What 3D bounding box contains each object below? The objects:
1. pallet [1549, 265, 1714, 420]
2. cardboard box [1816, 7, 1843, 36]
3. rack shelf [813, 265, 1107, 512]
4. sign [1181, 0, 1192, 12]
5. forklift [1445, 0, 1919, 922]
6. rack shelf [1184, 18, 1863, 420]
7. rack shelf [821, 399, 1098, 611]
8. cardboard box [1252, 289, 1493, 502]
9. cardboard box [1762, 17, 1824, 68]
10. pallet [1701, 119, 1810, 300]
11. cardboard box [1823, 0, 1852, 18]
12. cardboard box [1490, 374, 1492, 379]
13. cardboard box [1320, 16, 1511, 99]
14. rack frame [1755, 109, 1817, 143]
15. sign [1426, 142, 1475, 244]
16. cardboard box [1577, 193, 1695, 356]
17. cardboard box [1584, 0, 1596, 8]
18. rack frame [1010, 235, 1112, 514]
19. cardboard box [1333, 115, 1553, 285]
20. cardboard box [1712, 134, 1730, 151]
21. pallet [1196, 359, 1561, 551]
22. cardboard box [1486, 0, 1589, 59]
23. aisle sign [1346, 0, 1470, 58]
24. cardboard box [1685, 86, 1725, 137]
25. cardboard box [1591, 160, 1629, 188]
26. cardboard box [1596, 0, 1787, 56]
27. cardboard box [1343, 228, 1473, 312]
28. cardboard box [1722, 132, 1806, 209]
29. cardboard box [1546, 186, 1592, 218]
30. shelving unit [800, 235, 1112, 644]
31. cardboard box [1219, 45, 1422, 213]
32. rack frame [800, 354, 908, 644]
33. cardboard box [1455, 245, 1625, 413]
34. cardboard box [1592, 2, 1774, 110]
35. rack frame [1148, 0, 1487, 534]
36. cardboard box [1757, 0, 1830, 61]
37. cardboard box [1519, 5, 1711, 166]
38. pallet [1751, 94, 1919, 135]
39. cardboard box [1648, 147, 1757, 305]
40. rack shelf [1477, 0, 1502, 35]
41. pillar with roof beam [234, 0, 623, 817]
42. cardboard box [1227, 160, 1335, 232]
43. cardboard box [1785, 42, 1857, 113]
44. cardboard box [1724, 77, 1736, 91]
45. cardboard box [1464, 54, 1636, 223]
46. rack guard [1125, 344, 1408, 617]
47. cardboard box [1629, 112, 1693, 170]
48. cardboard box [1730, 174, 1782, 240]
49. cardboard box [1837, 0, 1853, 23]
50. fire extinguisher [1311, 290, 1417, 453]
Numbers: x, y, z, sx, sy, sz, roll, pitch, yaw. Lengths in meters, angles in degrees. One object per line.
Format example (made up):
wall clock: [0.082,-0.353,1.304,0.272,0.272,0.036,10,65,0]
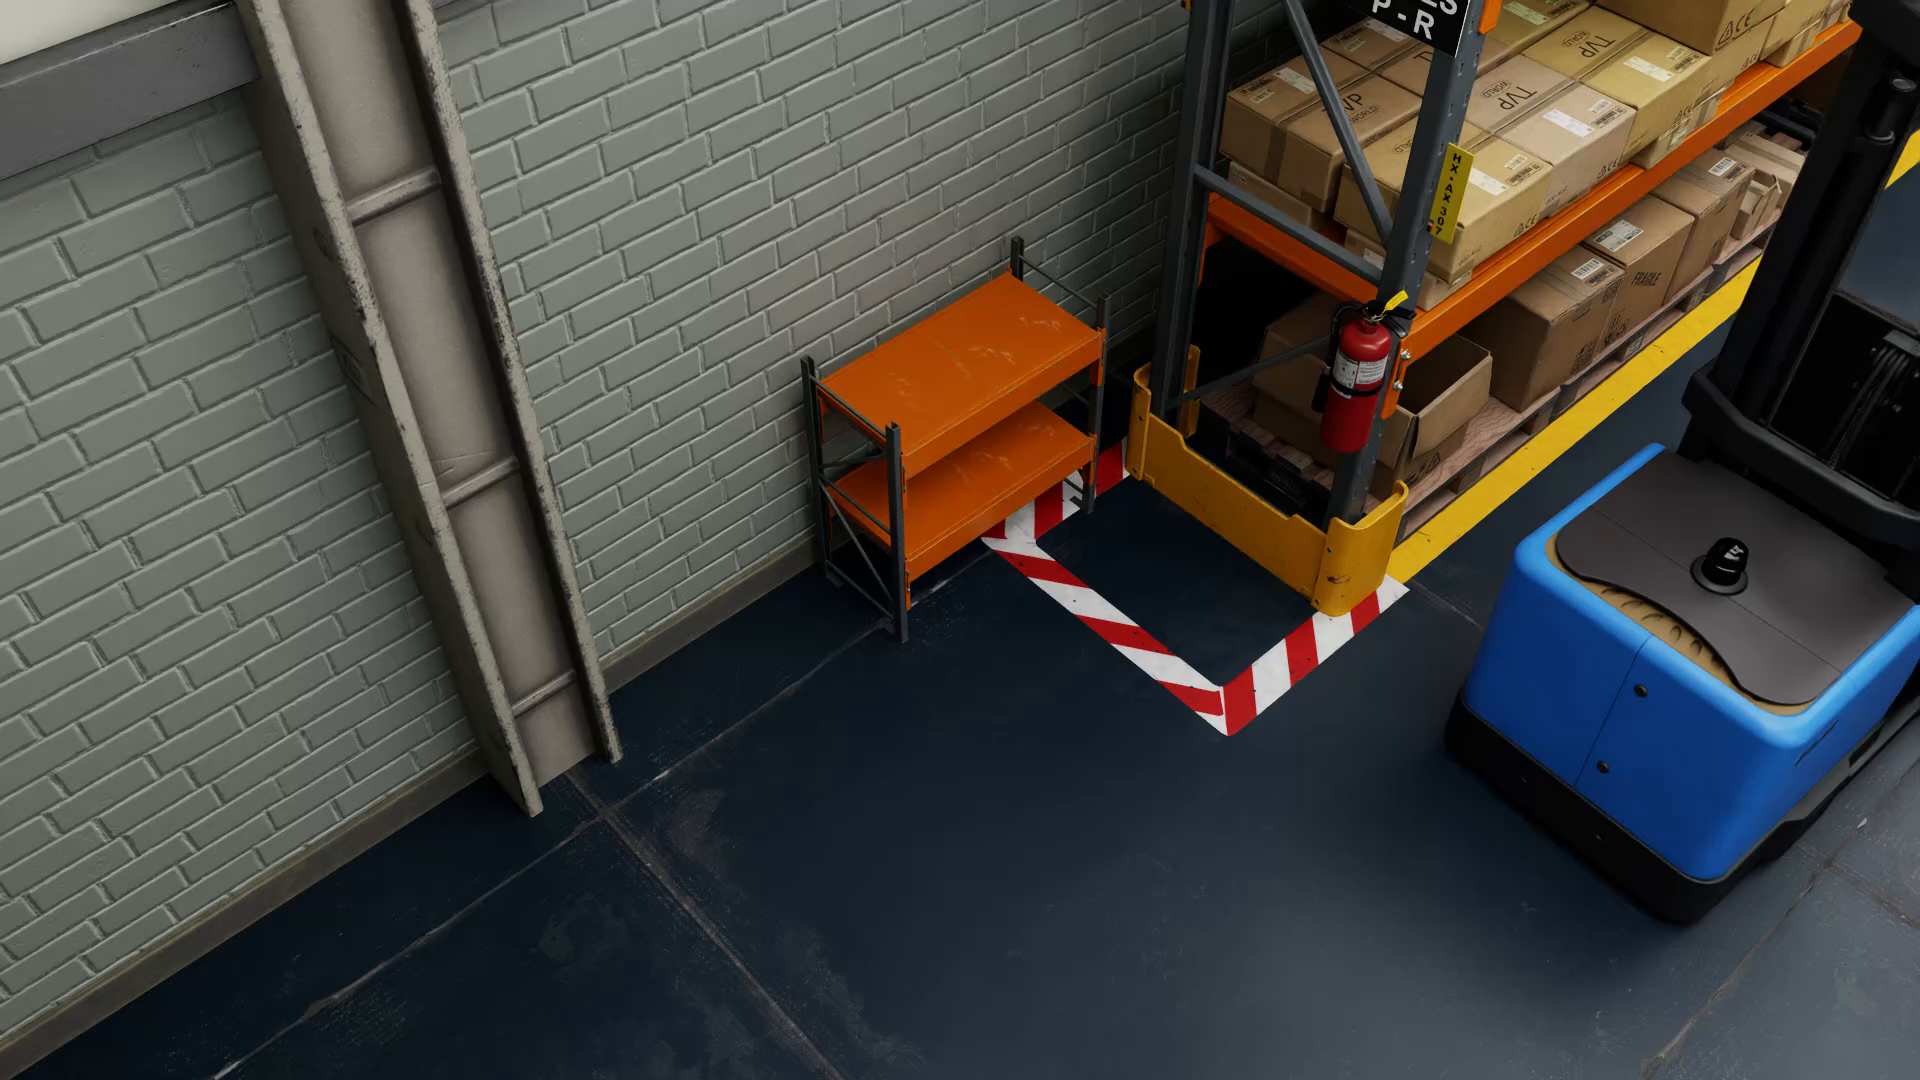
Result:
pallet: [2.682,-1.149,7.667,1.213,0.211,1.003,-34,56,-27]
cardboard box: [3.461,-2.263,6.968,0.250,0.149,0.380,-32,55,-26]
rack shelf: [-0.004,-0.576,6.118,1.000,0.278,0.538,-34,56,-27]
sign: [0.776,-1.874,5.436,0.005,0.325,0.100,-34,56,-27]
forklift: [3.204,-0.661,5.366,3.031,2.935,1.130,-32,55,-26]
rack shelf: [2.614,-1.808,6.866,4.000,0.370,1.077,-34,56,-27]
rack shelf: [-0.004,-0.212,6.513,1.000,0.278,0.538,-34,56,-27]
cardboard box: [1.651,-0.609,6.684,0.637,0.503,0.797,-36,57,-28]
cardboard box: [3.291,-2.122,6.838,0.250,0.149,0.380,-35,56,-28]
pallet: [3.585,-1.756,8.227,1.213,0.211,1.003,-34,56,-27]
cardboard box: [3.520,-2.450,6.869,0.500,0.250,0.500,-34,56,-27]
cardboard box: [1.991,-0.678,6.989,0.250,0.149,0.380,-36,57,-28]
cardboard box: [1.678,-1.739,6.213,0.500,0.250,0.500,-34,56,-27]
rack frame: [4.094,-3.040,7.514,0.127,3.000,1.000,-34,56,-27]
sign: [1.499,-1.061,5.099,0.005,0.325,0.100,-34,56,-27]
cardboard box: [2.768,-1.217,7.247,0.500,0.500,0.500,-33,55,-27]
cardboard box: [2.435,-2.239,6.675,0.500,0.250,0.500,-34,56,-27]
rack frame: [0.372,-0.630,6.566,0.032,1.125,0.500,-34,56,-27]
cardboard box: [1.651,-1.191,5.707,0.500,0.250,0.500,-33,56,-27]
cardboard box: [3.446,-2.073,8.165,0.500,0.311,0.500,-32,55,-26]
pallet: [1.780,-0.549,7.113,1.213,0.211,1.003,-34,56,-27]
cardboard box: [2.048,-1.981,6.437,0.500,0.250,0.500,-32,55,-26]
aisle sign: [1.281,-1.751,4.556,0.004,0.787,0.394,-34,56,-27]
cardboard box: [2.730,-1.742,6.487,0.250,0.149,0.380,-33,55,-26]
cardboard box: [2.311,-1.517,6.279,0.250,0.149,0.380,-33,55,-27]
cardboard box: [2.761,-2.187,6.116,0.500,0.500,0.500,-32,55,-26]
cardboard box: [1.562,-0.991,5.794,0.250,0.149,0.380,-34,56,-27]
cardboard box: [3.879,-1.781,8.006,0.250,0.149,0.380,-35,56,-28]
cardboard box: [2.118,-1.382,6.155,0.250,0.149,0.380,-32,55,-26]
shelving unit: [-0.004,-0.378,6.333,1.048,1.125,0.538,-34,56,-27]
cardboard box: [1.296,-1.484,5.978,0.500,0.250,0.500,-32,55,-26]
rack frame: [-0.379,-0.126,6.101,0.032,1.125,0.500,-34,56,-27]
cardboard box: [2.309,-1.010,7.056,0.500,0.500,0.700,-32,55,-26]
cardboard box: [2.761,-1.957,6.414,0.500,0.250,0.500,-35,56,-28]
rack frame: [1.134,-1.063,5.690,0.127,3.000,1.000,-34,56,-27]
cardboard box: [3.142,-2.211,6.649,0.500,0.250,0.500,-34,56,-27]
cardboard box: [2.397,-1.692,6.170,0.500,0.250,0.500,-35,56,-28]
pallet: [4.670,-2.517,8.929,1.213,0.211,1.003,-34,56,-27]
cardboard box: [3.077,-1.523,7.529,0.500,0.500,0.700,-36,57,-28]
rack shelf: [2.614,-2.825,5.764,4.000,0.370,1.077,-34,56,-27]
pillar with roof beam: [1.429,0.087,0.547,0.400,9.000,9.100,-34,56,-27]
cardboard box: [1.199,-1.287,6.068,0.250,0.149,0.380,-34,56,-28]
cardboard box: [4.603,-2.452,8.387,0.500,0.500,0.500,-31,55,-26]
cardboard box: [2.874,-1.907,6.640,0.250,0.149,0.380,-34,56,-27]
cardboard box: [2.024,-1.440,5.937,0.500,0.250,0.500,-33,55,-27]
rack guard: [1.190,-0.253,6.643,0.348,0.500,1.175,-34,56,-27]
cardboard box: [2.549,-1.601,6.357,0.250,0.149,0.380,-35,56,-28]
cardboard box: [3.615,-1.644,7.801,0.258,0.266,0.396,-32,55,-26]
cardboard box: [3.674,-2.378,7.074,0.250,0.149,0.380,-32,55,-26]
fire extinguisher: [1.336,-0.586,5.556,0.183,0.674,0.296,-34,56,-27]
